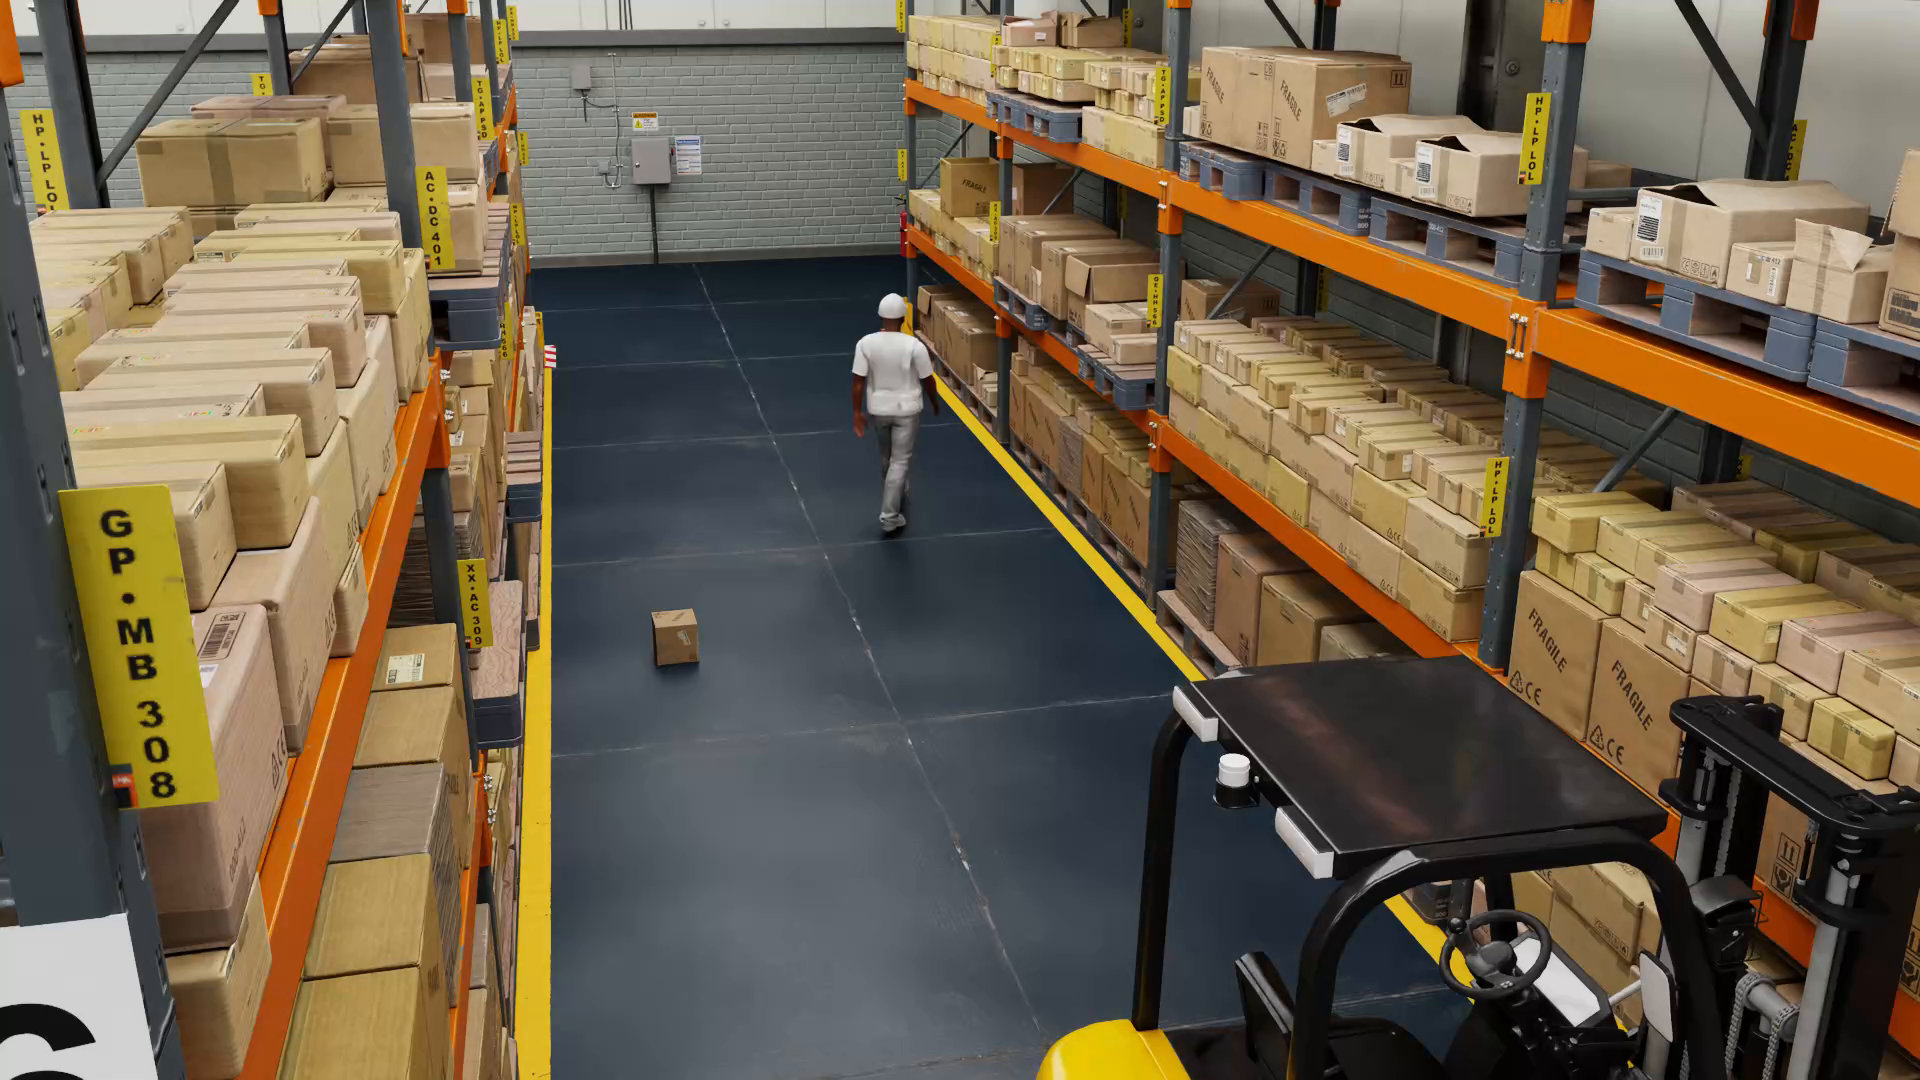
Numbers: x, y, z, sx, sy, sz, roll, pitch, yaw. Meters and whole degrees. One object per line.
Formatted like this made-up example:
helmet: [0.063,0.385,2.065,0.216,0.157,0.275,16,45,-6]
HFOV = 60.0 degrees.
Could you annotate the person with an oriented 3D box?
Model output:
person: [-0.451,-1.000,12.371,0.587,1.718,1.008,6,20,18]
